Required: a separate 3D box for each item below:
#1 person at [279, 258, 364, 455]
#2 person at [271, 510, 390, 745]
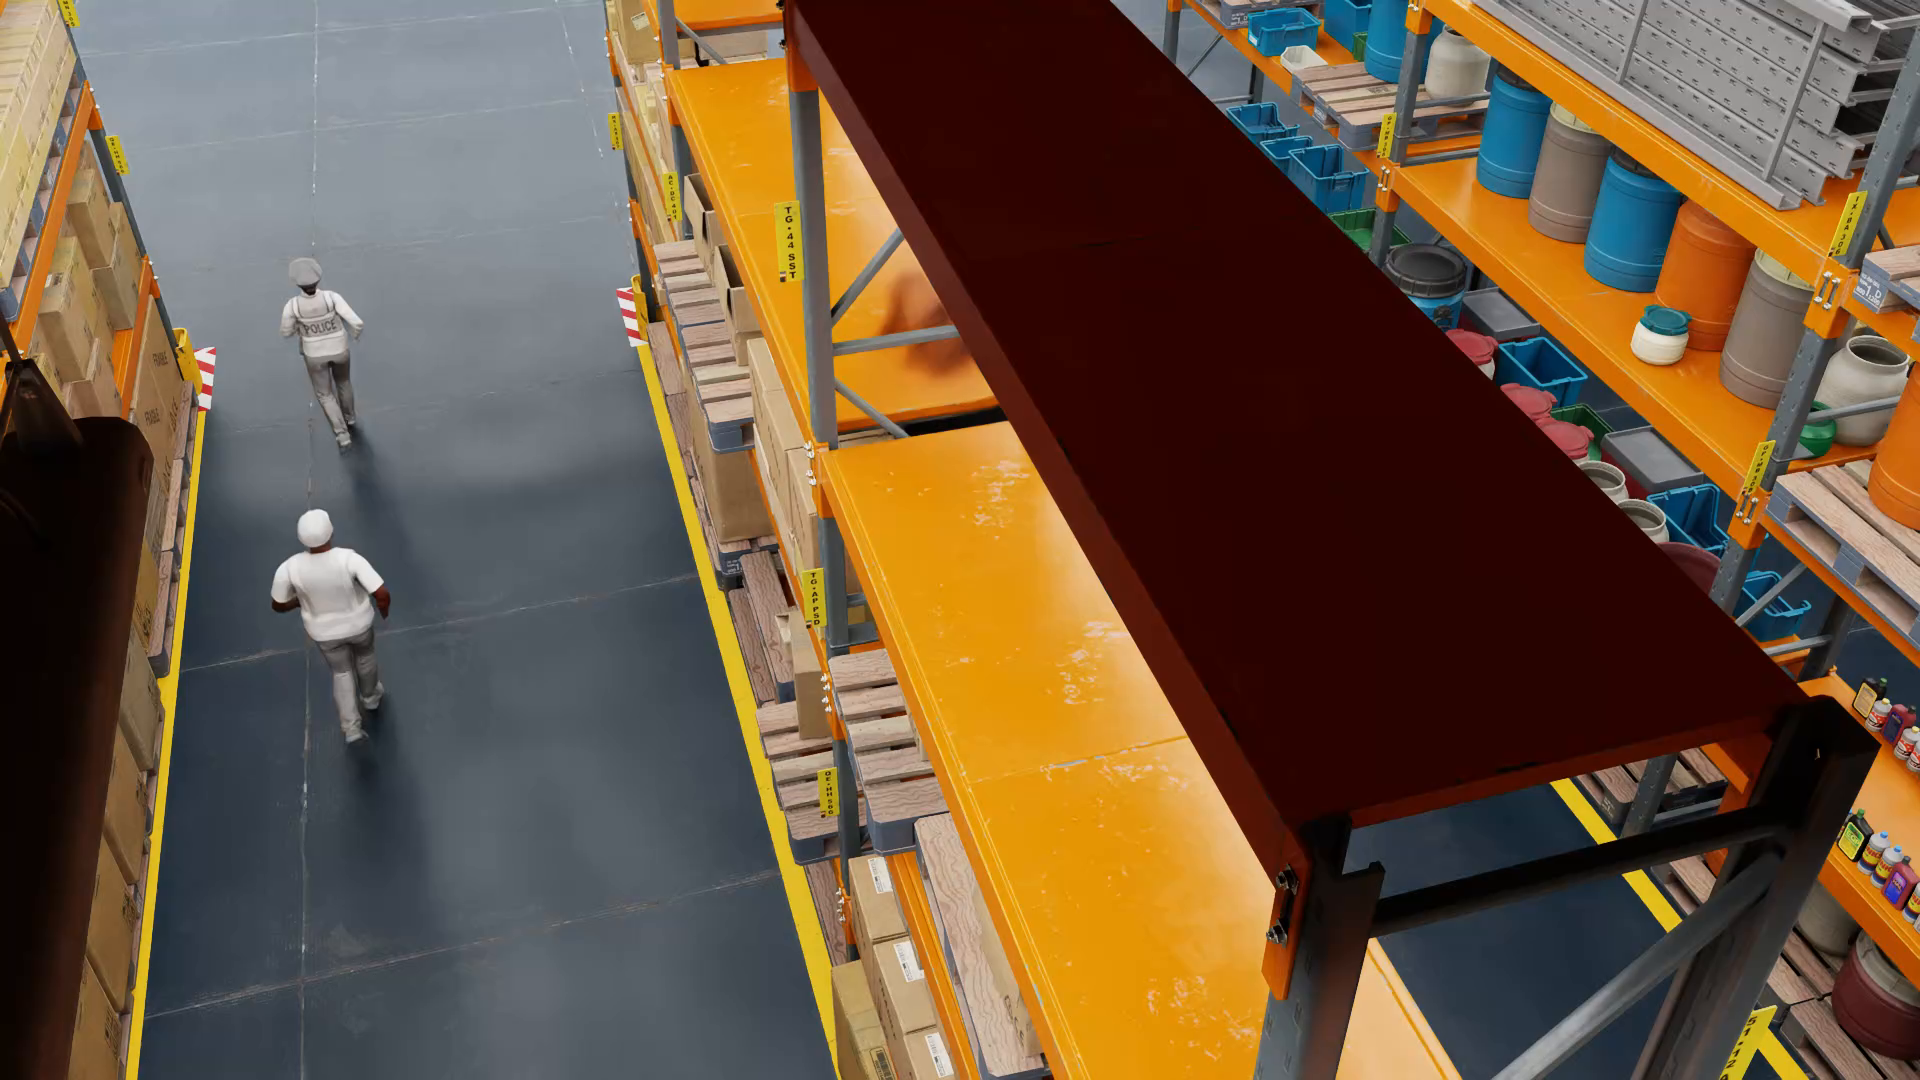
[{"bbox_3d":[-5.081,-1.510,13.347,0.618,1.672,0.893,-18,42,-22],"label":"person"},{"bbox_3d":[-3.985,0.575,10.708,0.711,1.765,0.872,-11,40,-14],"label":"person"}]
